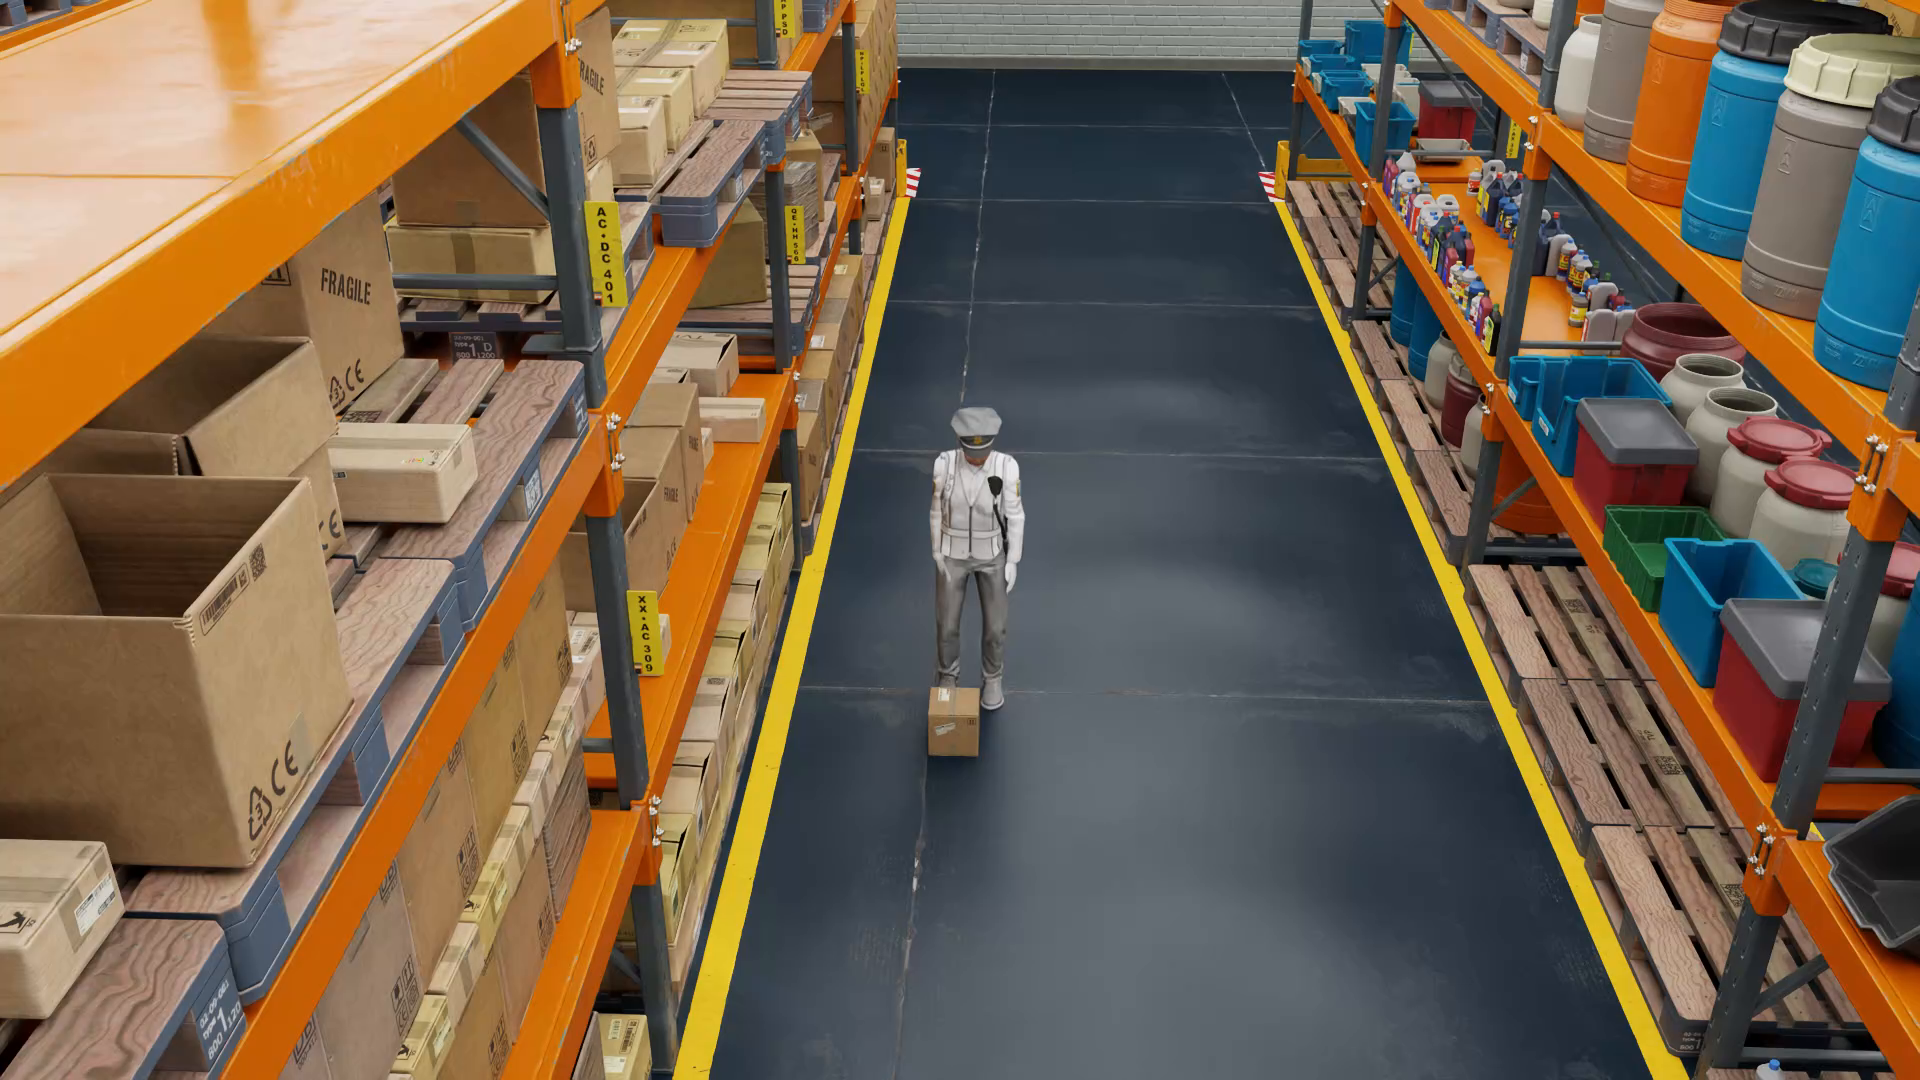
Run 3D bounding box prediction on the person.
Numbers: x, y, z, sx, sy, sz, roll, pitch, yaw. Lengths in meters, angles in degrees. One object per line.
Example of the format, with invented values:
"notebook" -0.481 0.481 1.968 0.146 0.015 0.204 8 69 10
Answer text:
"person" 0.084 0.102 8.455 0.482 1.657 0.366 2 28 3
